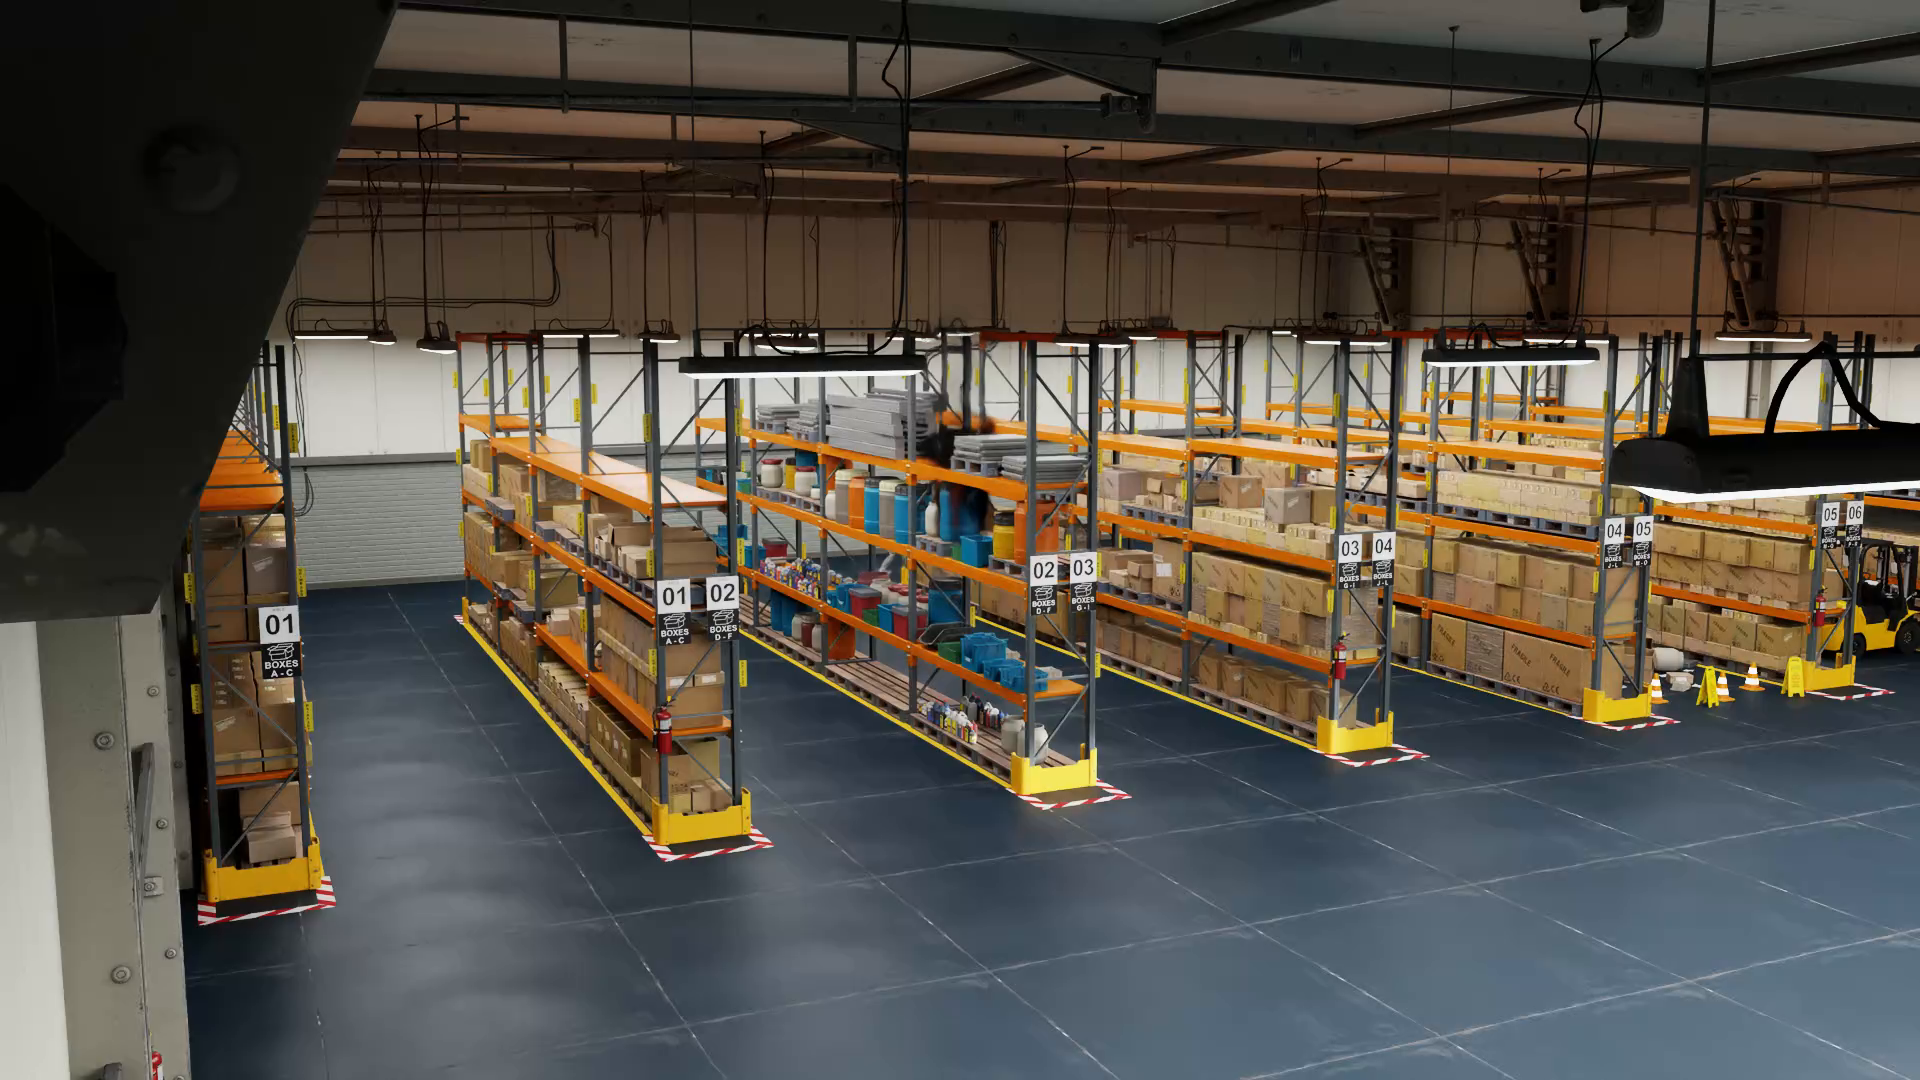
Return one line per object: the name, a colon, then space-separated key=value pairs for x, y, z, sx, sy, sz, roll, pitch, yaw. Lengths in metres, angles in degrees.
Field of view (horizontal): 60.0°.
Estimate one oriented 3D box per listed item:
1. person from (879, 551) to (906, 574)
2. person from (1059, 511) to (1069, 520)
person: x=-1.496 y=0.005 z=40.334 sx=0.934 sy=1.795 sz=0.693 roll=0 pitch=8 yaw=-2
person: x=2.480 y=0.039 z=40.150 sx=0.769 sy=1.743 sz=1.050 roll=0 pitch=8 yaw=1
